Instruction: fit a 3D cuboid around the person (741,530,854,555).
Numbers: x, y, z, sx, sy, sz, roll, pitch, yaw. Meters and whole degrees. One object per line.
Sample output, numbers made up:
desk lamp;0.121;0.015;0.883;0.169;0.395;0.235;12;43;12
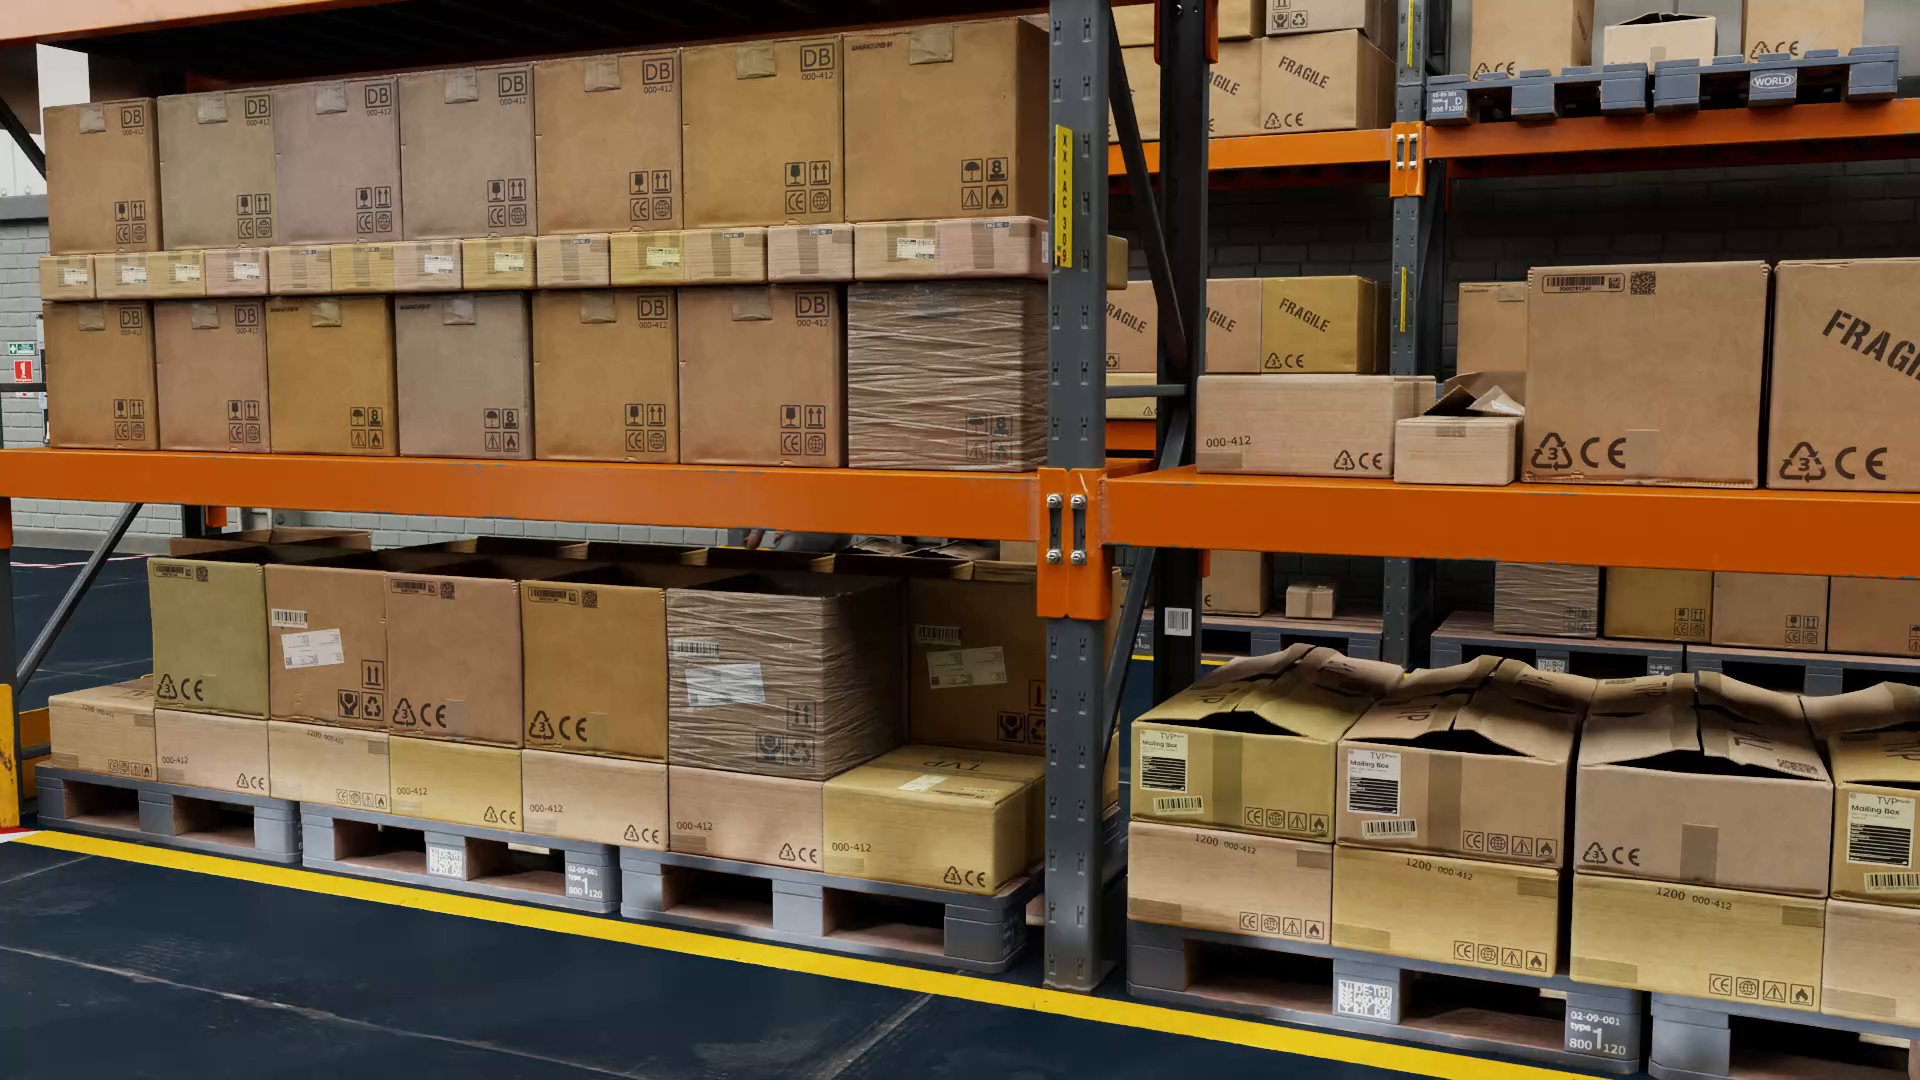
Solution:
person;-0.881;-0.049;8.995;0.576;1.441;0.492;3;6;24
